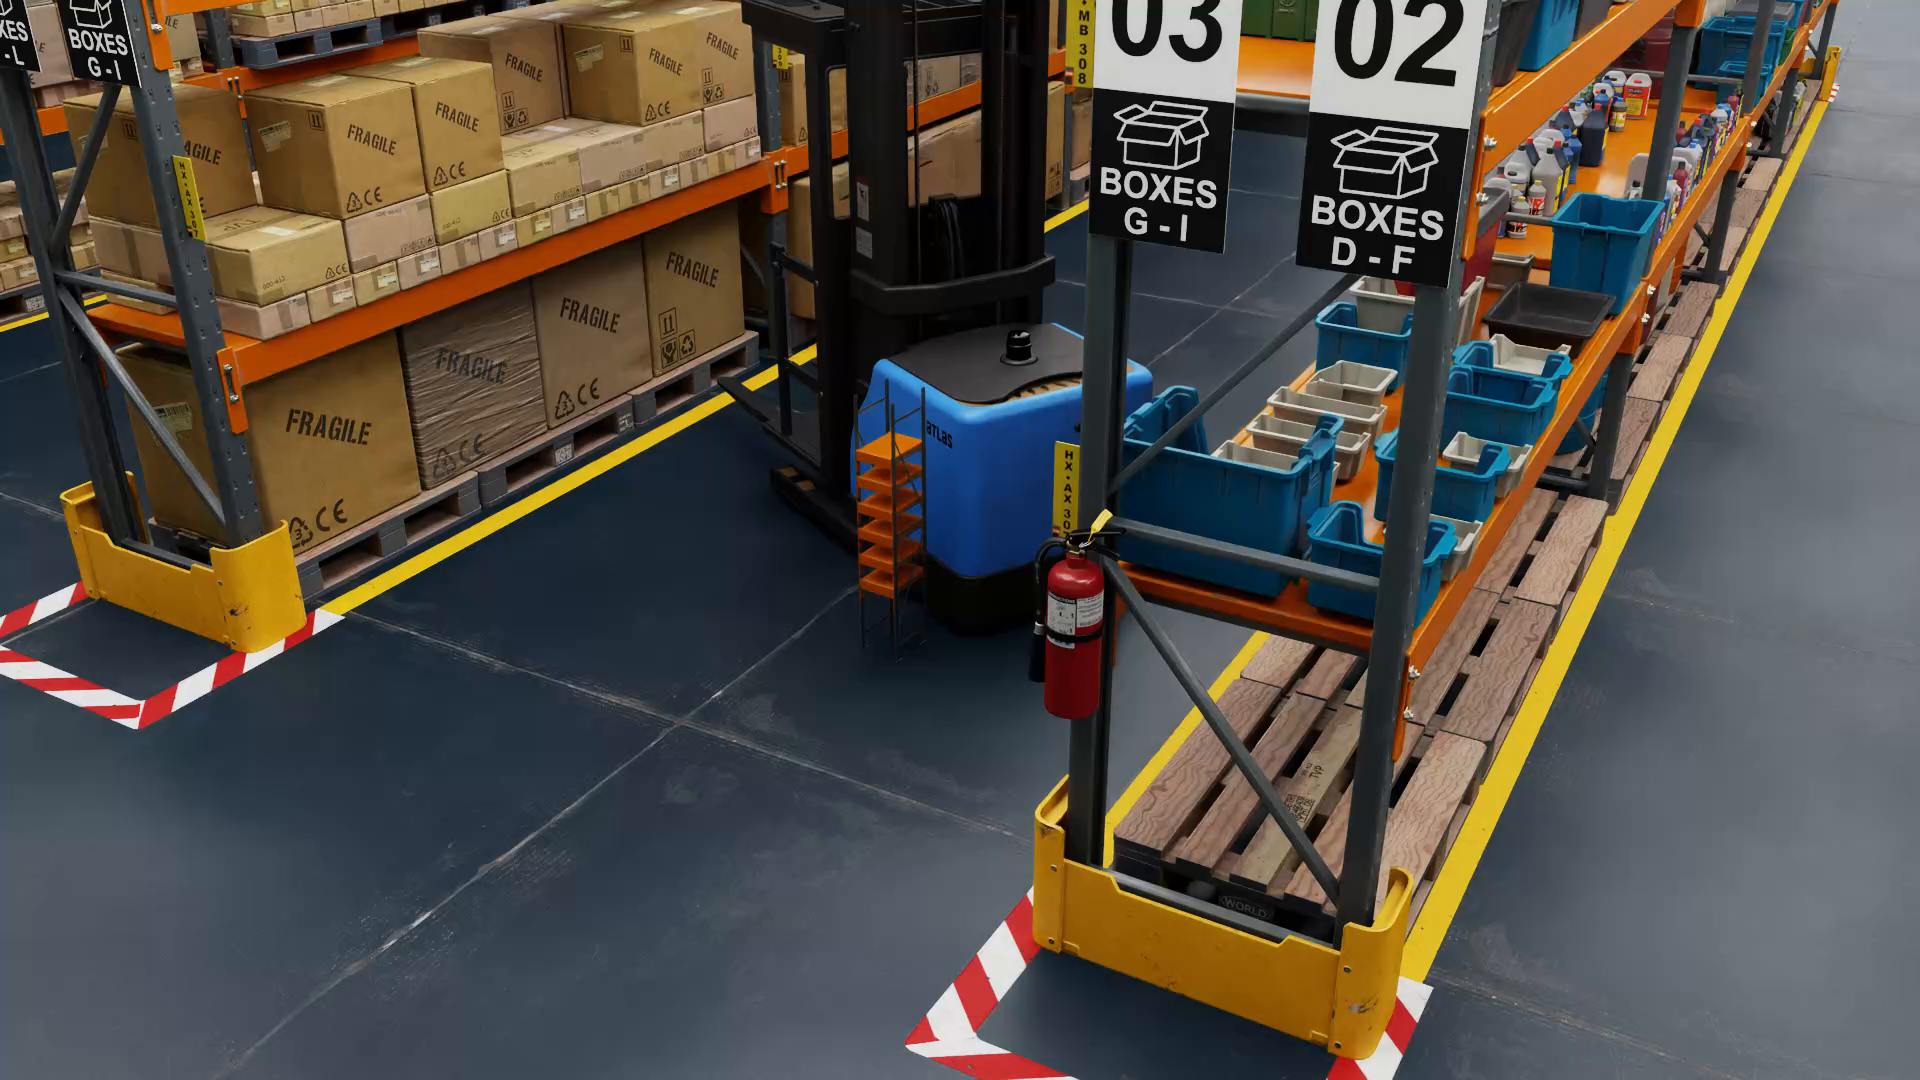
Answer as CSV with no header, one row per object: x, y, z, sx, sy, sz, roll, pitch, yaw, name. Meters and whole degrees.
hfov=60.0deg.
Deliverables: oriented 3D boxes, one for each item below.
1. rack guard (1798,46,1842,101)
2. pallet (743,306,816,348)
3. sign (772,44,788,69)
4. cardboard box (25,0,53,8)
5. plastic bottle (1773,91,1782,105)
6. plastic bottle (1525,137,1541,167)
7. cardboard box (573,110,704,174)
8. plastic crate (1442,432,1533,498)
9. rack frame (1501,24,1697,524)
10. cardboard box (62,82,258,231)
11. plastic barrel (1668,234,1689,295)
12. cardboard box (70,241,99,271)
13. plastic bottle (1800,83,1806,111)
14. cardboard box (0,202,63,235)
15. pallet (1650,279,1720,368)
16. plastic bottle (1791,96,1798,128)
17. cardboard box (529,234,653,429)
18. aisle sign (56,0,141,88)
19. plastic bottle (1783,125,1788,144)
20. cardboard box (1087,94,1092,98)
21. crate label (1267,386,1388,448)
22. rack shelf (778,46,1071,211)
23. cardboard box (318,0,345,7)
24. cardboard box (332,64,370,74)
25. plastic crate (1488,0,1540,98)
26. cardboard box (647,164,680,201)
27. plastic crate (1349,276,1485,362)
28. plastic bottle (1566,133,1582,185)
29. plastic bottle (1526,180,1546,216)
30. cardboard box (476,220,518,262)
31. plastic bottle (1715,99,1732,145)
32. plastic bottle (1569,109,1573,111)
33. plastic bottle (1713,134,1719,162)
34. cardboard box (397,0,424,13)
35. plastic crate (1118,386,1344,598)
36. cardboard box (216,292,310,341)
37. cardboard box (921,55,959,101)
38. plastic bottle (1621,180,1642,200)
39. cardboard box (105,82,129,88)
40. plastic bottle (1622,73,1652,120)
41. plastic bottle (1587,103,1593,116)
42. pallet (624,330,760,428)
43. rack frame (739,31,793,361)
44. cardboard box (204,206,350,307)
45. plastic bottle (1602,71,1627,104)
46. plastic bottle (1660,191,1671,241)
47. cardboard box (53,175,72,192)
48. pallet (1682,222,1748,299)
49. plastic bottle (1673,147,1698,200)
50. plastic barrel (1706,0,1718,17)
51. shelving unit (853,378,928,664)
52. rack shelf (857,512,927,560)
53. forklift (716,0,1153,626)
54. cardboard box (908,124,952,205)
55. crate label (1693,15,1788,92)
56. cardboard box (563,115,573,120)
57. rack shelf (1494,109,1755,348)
8.688,-5.027,17.734,1.175,0.500,0.348,14,30,26,rack guard
-1.217,-1.669,11.349,1.003,0.211,1.213,14,30,26,pallet
-1.047,-2.900,9.637,0.100,0.325,0.005,14,30,26,sign
-6.309,-3.714,10.757,0.500,0.500,0.500,15,30,27,cardboard box
7.636,-4.090,15.621,0.152,0.276,0.135,14,30,26,plastic bottle
3.039,-1.989,8.927,0.144,0.351,0.185,14,30,26,plastic bottle
-1.772,-2.233,9.195,0.500,0.250,0.500,15,30,28,cardboard box
1.785,-0.253,5.632,0.250,0.136,0.298,14,30,26,plastic crate
2.781,-1.508,7.912,1.000,3.000,0.127,14,30,26,rack frame
-3.488,-1.689,7.271,0.500,0.500,0.500,15,30,27,cardboard box
4.523,-2.090,11.030,0.600,0.830,0.708,14,30,26,plastic barrel
-6.205,-2.012,11.635,0.380,0.149,0.250,14,30,26,cardboard box
8.015,-4.259,15.959,0.152,0.276,0.135,14,30,26,plastic bottle
-6.326,-2.189,11.323,0.380,0.149,0.250,13,29,24,cardboard box
4.397,-1.504,11.018,1.003,0.211,1.213,14,30,26,pallet
7.685,-3.960,15.353,0.061,0.283,0.133,16,31,28,plastic bottle
-2.368,-1.246,9.293,0.875,0.875,0.875,14,30,26,cardboard box
-3.273,-2.109,6.207,0.394,0.787,0.004,14,30,26,aisle sign
7.305,-3.639,14.803,0.097,0.201,0.097,0,27,0,plastic bottle
1.011,-3.721,14.634,0.700,0.500,0.500,12,29,22,cardboard box
1.328,-0.440,6.005,0.396,0.136,0.243,14,30,26,crate label
-0.547,-3.057,11.809,1.077,0.370,4.000,14,30,26,rack shelf
-4.953,-4.193,12.755,0.380,0.149,0.250,15,30,27,cardboard box
-5.141,-3.888,14.152,0.500,0.250,0.500,13,29,24,cardboard box
1.246,-1.321,4.333,0.497,0.269,0.590,14,30,26,plastic crate
-1.775,-1.995,9.165,0.380,0.149,0.250,15,30,27,cardboard box
1.870,-0.928,6.818,0.437,0.282,0.530,14,30,26,plastic crate
3.420,-2.137,9.312,0.097,0.271,0.097,0,27,0,plastic bottle
2.991,-1.766,8.650,0.097,0.201,0.097,0,27,0,plastic bottle
-2.406,-1.495,8.166,0.380,0.149,0.250,14,30,26,cardboard box
4.639,-2.551,10.140,0.097,0.271,0.097,0,27,0,plastic bottle
3.606,-2.423,9.883,0.097,0.271,0.097,0,27,0,plastic bottle
4.400,-2.330,9.776,0.097,0.201,0.097,0,27,0,plastic bottle
-4.568,-4.368,13.437,0.380,0.149,0.250,14,30,25,cardboard box
0.816,-0.164,5.120,0.616,0.435,0.499,14,30,26,plastic crate
-3.037,-0.993,7.164,0.380,0.149,0.250,15,30,27,cardboard box
-0.344,-3.362,11.503,0.500,0.500,0.500,15,30,27,cardboard box
3.256,-1.568,8.086,0.144,0.351,0.185,14,30,26,plastic bottle
-5.952,-3.240,11.652,0.380,0.149,0.250,15,30,28,cardboard box
4.387,-2.881,10.793,0.152,0.276,0.135,14,30,26,plastic bottle
3.881,-2.609,10.334,0.097,0.201,0.097,0,27,0,plastic bottle
-1.973,-1.073,10.158,1.003,0.211,1.213,14,30,26,pallet
-1.531,-2.599,10.091,1.000,3.000,0.127,14,30,26,rack frame
-3.028,-1.234,7.199,0.500,0.250,0.500,13,30,25,cardboard box
4.255,-2.914,10.859,0.152,0.276,0.135,14,30,26,plastic bottle
3.487,-1.639,8.316,0.097,0.271,0.097,0,27,0,plastic bottle
-6.526,-2.511,11.966,0.380,0.149,0.250,13,30,25,cardboard box
5.164,-2.114,12.237,1.003,0.211,1.213,14,30,26,pallet
3.910,-2.001,9.034,0.152,0.276,0.135,14,30,26,plastic bottle
5.481,-3.908,12.554,0.433,0.535,0.433,0,27,0,plastic barrel
-0.288,-0.070,7.049,0.189,1.200,0.258,16,31,29,shelving unit
-0.288,-0.030,7.069,0.180,0.103,0.258,16,31,29,rack shelf
-0.328,-1.548,8.068,1.130,2.935,3.031,-16,30,-28,forklift
-0.795,-2.439,11.676,1.225,0.875,0.875,13,29,24,cardboard box
5.473,-3.411,11.673,0.502,0.435,0.616,14,30,26,crate label
-2.239,-2.347,9.422,0.500,0.250,0.500,14,30,26,cardboard box
3.765,-1.966,9.630,1.077,0.370,4.000,14,30,26,rack shelf
